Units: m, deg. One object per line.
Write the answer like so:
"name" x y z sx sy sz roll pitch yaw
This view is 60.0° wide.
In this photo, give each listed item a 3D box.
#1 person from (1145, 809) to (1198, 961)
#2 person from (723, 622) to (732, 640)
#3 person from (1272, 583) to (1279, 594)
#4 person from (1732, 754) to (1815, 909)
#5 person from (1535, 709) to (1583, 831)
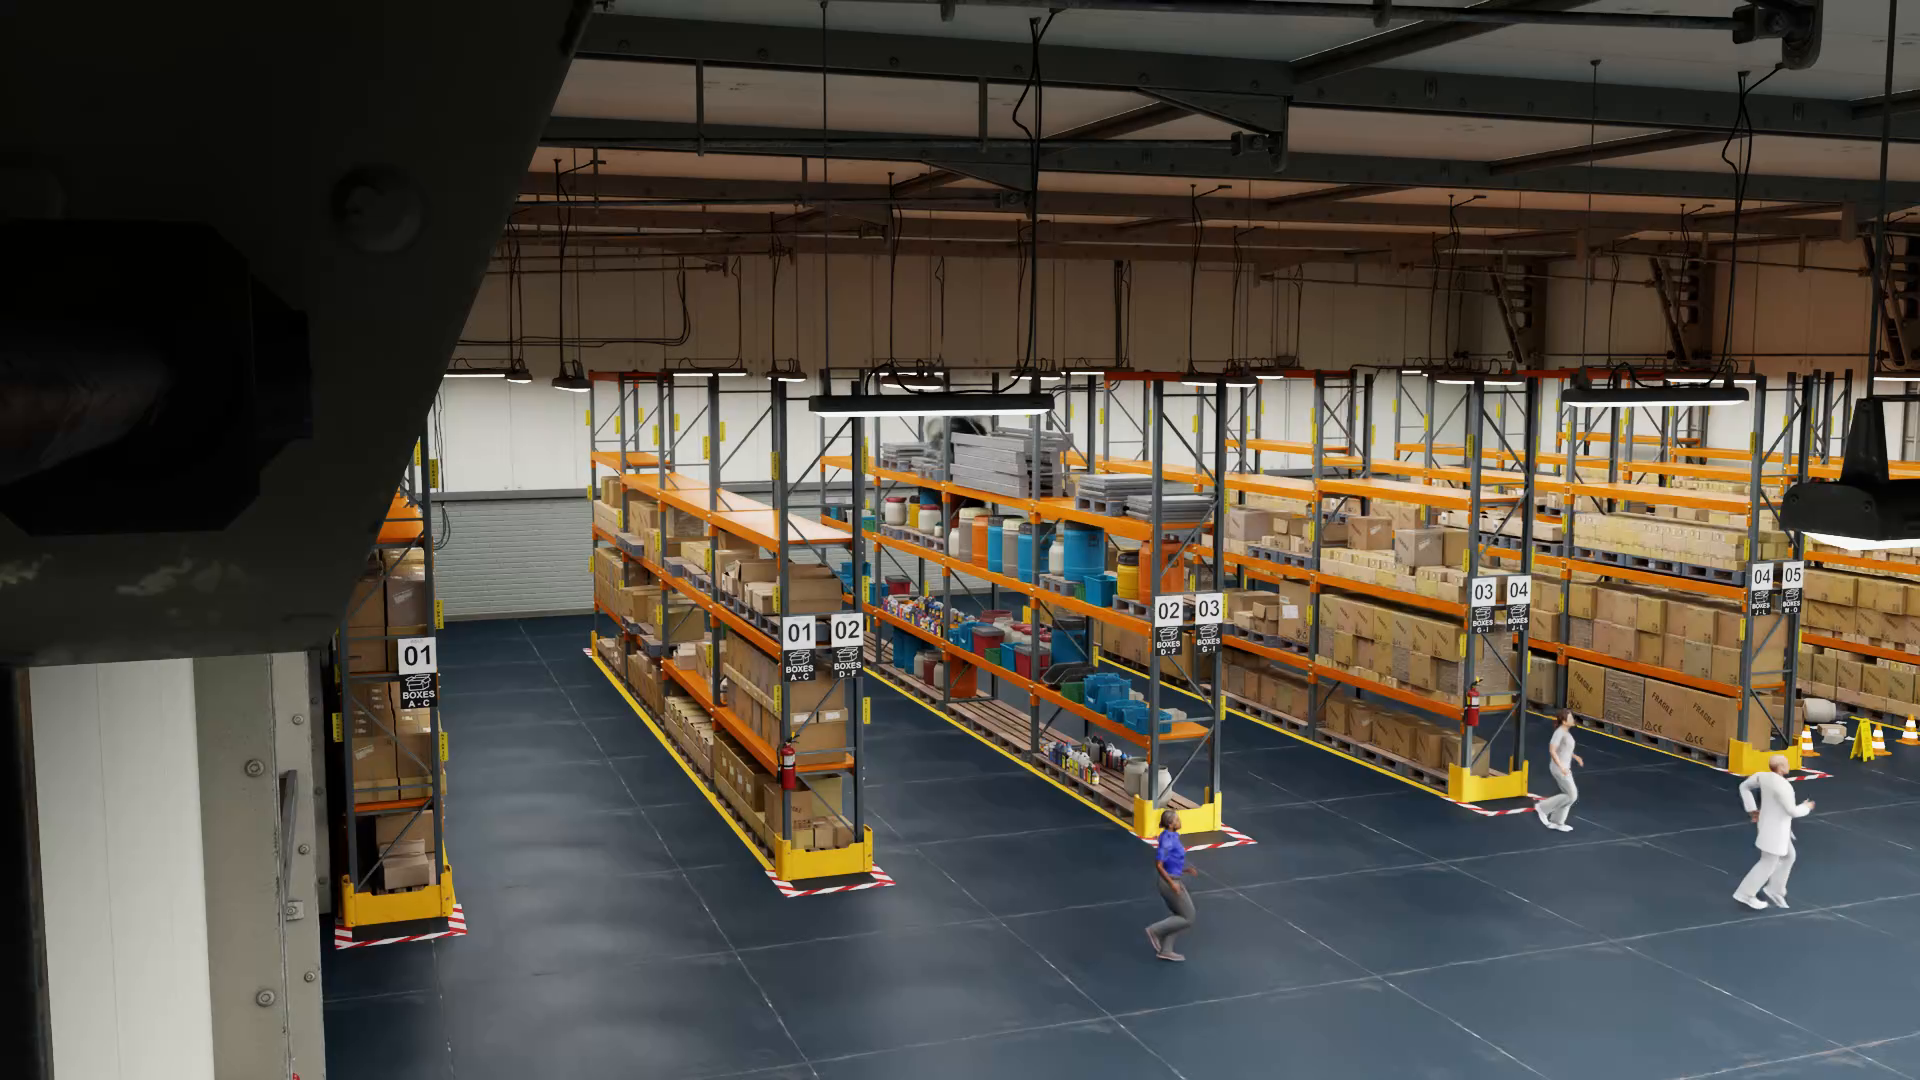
"person" 2.213 3.609 17.378 0.555 1.614 0.582 0 6 2
"person" -5.026 1.571 34.808 0.685 1.789 0.960 -4 7 -31
"person" 8.137 0.852 42.061 0.769 1.636 0.607 -4 8 -32
"person" 9.259 3.347 18.919 0.840 1.856 0.709 1 6 7
"person" 7.996 3.056 22.182 0.568 1.638 0.583 3 7 25
